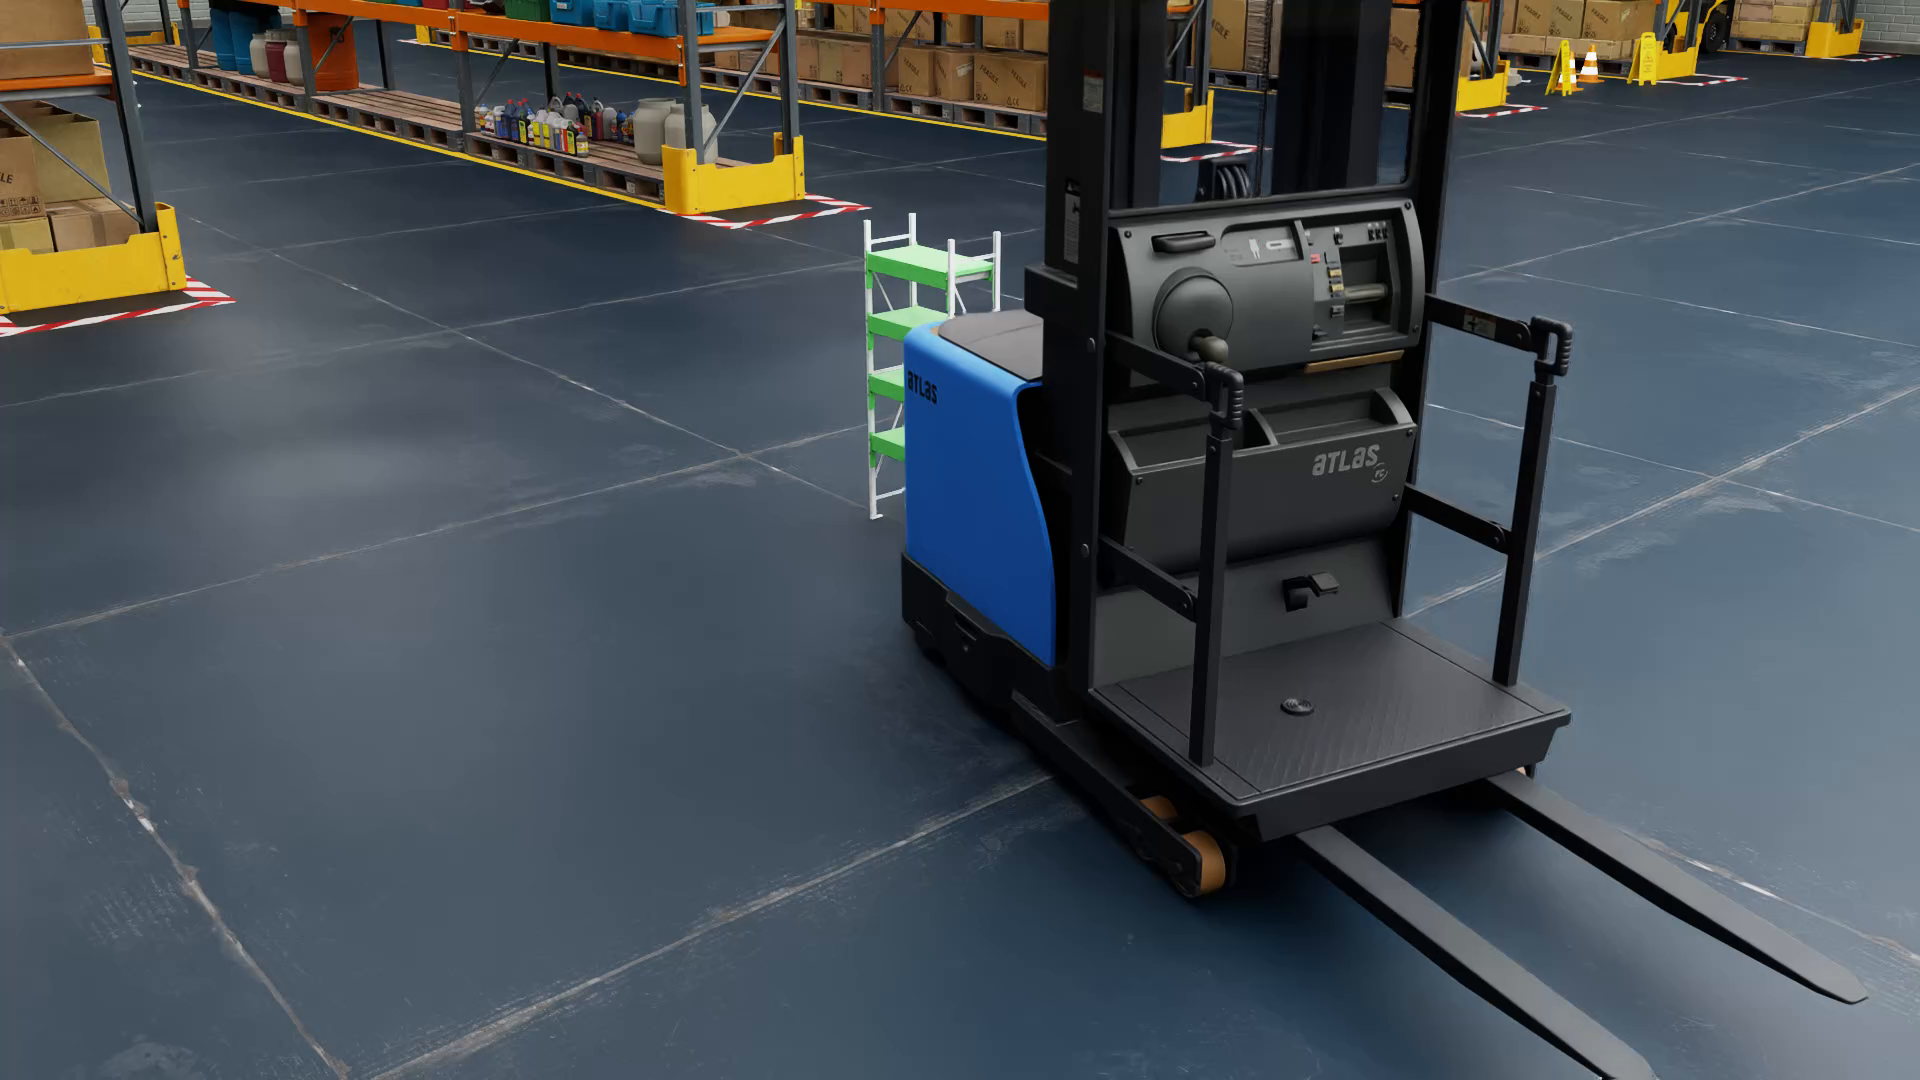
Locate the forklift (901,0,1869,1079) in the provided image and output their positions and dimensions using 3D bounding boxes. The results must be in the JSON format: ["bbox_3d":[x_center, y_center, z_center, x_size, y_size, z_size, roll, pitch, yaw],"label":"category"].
[{"bbox_3d":[0.915,-0.650,4.124,1.130,2.935,3.031,-10,24,-25],"label":"forklift"}]

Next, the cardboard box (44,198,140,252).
[{"bbox_3d":[-5.651,-2.034,10.759,0.500,0.250,0.500,-17,27,-37],"label":"cardboard box"}]

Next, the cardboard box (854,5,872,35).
[{"bbox_3d":[-1.344,-8.362,26.571,0.500,0.500,0.500,-16,26,-35],"label":"cardboard box"}]

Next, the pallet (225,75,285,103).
[{"bbox_3d":[-8.275,-5.552,20.371,1.003,0.211,1.213,-17,27,-37],"label":"pallet"}]

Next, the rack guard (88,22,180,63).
[{"bbox_3d":[-12.184,-7.356,24.580,1.175,0.500,0.348,-17,27,-37],"label":"rack guard"}]

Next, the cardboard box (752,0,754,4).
[{"bbox_3d":[-3.388,-9.362,28.792,0.380,0.149,0.250,-17,27,-37],"label":"cardboard box"}]

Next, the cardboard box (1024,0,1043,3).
[{"bbox_3d":[0.866,-5.529,16.832,0.380,0.149,0.250,-17,27,-37],"label":"cardboard box"}]

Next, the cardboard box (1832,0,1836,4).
[{"bbox_3d":[13.132,-8.375,25.578,0.500,0.250,0.500,-18,28,-38],"label":"cardboard box"}]

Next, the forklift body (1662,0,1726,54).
[{"bbox_3d":[10.683,-8.511,25.265,2.313,2.155,1.214,-17,27,-37],"label":"forklift body"}]

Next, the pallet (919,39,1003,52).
[{"bbox_3d":[0.130,-7.556,25.486,1.003,0.211,1.213,-17,27,-37],"label":"pallet"}]

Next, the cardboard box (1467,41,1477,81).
[{"bbox_3d":[6.480,-6.354,22.017,0.637,0.503,0.797,3,22,9],"label":"cardboard box"}]

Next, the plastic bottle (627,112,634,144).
[{"bbox_3d":[-2.951,-3.728,15.026,0.097,0.271,0.097,0,21,0],"label":"plastic bottle"}]

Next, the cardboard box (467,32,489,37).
[{"bbox_3d":[-7.334,-8.492,26.391,0.875,0.875,0.875,-17,27,-37],"label":"cardboard box"}]

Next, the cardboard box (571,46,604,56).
[{"bbox_3d":[-4.779,-7.378,23.545,1.225,0.875,0.875,-19,28,-39],"label":"cardboard box"}]

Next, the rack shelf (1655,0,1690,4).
[{"bbox_3d":[8.239,-7.852,23.404,1.077,0.370,4.000,-17,27,-37],"label":"rack shelf"}]

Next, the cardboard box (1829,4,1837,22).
[{"bbox_3d":[13.153,-8.144,25.673,0.500,0.250,0.500,-17,27,-36],"label":"cardboard box"}]

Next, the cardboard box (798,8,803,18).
[{"bbox_3d":[-2.605,-8.833,27.848,0.380,0.149,0.250,-19,28,-40],"label":"cardboard box"}]

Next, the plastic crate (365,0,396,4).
[{"bbox_3d":[-5.677,-5.516,16.745,0.450,0.188,0.662,-17,27,-37],"label":"plastic crate"}]

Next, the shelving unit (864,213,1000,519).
[{"bbox_3d":[-0.108,-0.604,6.382,0.258,1.200,0.503,-17,27,-37],"label":"shelving unit"}]

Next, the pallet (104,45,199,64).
[{"bbox_3d":[-11.650,-6.981,24.018,1.003,0.211,1.213,-17,27,-37],"label":"pallet"}]

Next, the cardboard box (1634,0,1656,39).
[{"bbox_3d":[9.212,-7.194,22.903,0.500,0.500,0.500,-19,28,-39],"label":"cardboard box"}]

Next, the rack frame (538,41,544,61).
[{"bbox_3d":[-5.796,-8.590,24.303,1.000,3.000,0.127,-17,27,-37],"label":"rack frame"}]

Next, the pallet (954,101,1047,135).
[{"bbox_3d":[0.692,-4.567,17.855,1.003,0.211,1.213,-17,27,-37],"label":"pallet"}]

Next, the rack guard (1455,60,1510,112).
[{"bbox_3d":[5.876,-5.257,19.221,1.175,0.500,0.348,-17,27,-37],"label":"rack guard"}]

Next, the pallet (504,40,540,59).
[{"bbox_3d":[-6.233,-7.521,25.396,1.003,0.211,1.213,-17,27,-37],"label":"pallet"}]

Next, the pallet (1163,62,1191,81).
[{"bbox_3d":[2.689,-6.430,22.611,1.003,0.211,1.213,-17,27,-37],"label":"pallet"}]

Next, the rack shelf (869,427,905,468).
[{"bbox_3d":[-0.108,-0.321,6.493,0.258,0.148,0.480,-17,27,-37],"label":"rack shelf"}]

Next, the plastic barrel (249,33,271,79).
[{"bbox_3d":[-8.443,-5.921,20.324,0.421,0.512,0.421,0,21,0],"label":"plastic barrel"}]

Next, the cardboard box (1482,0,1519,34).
[{"bbox_3d":[7.810,-7.488,23.654,0.500,0.500,0.500,-16,26,-35],"label":"cardboard box"}]

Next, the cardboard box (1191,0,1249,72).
[{"bbox_3d":[3.607,-6.549,21.428,0.875,0.875,0.875,-17,27,-37],"label":"cardboard box"}]

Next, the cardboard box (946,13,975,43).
[{"bbox_3d":[0.011,-7.789,25.110,0.500,0.500,0.500,-18,27,-38],"label":"cardboard box"}]

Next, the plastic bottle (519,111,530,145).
[{"bbox_3d":[-3.914,-3.712,14.968,0.061,0.283,0.133,-16,26,-35],"label":"plastic bottle"}]

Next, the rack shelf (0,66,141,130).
[{"bbox_3d":[-6.775,-3.135,11.362,1.077,0.370,4.000,-17,27,-37],"label":"rack shelf"}]

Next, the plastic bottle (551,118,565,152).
[{"bbox_3d":[-3.480,-3.550,14.566,0.152,0.276,0.135,-18,28,-39],"label":"plastic bottle"}]

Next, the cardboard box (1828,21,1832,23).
[{"bbox_3d":[13.130,-7.914,25.772,0.500,0.250,0.500,-17,27,-37],"label":"cardboard box"}]

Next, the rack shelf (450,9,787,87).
[{"bbox_3d":[-3.020,-4.313,14.370,1.077,0.370,4.000,-17,27,-37],"label":"rack shelf"}]

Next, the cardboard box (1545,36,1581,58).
[{"bbox_3d":[8.481,-6.854,23.064,0.500,0.250,0.500,-17,27,-37],"label":"cardboard box"}]

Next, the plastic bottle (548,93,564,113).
[{"bbox_3d":[-3.796,-4.029,15.686,0.144,0.351,0.185,-17,27,-37],"label":"plastic bottle"}]

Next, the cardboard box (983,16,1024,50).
[{"bbox_3d":[0.968,-7.596,24.275,1.050,0.750,0.750,-18,28,-38],"label":"cardboard box"}]

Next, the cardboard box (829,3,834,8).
[{"bbox_3d":[-2.040,-9.033,27.950,0.380,0.149,0.250,-16,27,-35],"label":"cardboard box"}]

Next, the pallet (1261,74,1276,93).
[{"bbox_3d":[4.487,-5.668,20.667,1.003,0.211,1.213,-17,27,-37],"label":"pallet"}]

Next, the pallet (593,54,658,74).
[{"bbox_3d":[-4.434,-6.759,23.452,1.003,0.211,1.213,-17,27,-37],"label":"pallet"}]

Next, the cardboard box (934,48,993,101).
[{"bbox_3d":[0.037,-5.135,18.334,0.500,0.500,0.500,-9,23,-21],"label":"cardboard box"}]

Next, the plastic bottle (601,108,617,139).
[{"bbox_3d":[-3.248,-3.840,15.307,0.152,0.276,0.135,-17,27,-36],"label":"plastic bottle"}]

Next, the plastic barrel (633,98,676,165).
[{"bbox_3d":[-2.530,-3.435,13.977,0.421,0.512,0.421,0,21,0],"label":"plastic barrel"}]

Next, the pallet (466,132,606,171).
[{"bbox_3d":[-3.919,-3.707,15.659,1.003,0.211,1.213,-17,27,-37],"label":"pallet"}]

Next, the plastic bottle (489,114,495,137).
[{"bbox_3d":[-4.317,-3.854,15.445,0.097,0.201,0.097,0,21,0],"label":"plastic bottle"}]

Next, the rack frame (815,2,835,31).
[{"bbox_3d":[-1.972,-9.743,27.247,1.000,3.000,0.127,-17,27,-37],"label":"rack frame"}]

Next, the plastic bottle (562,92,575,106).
[{"bbox_3d":[-3.687,-4.063,15.774,0.144,0.351,0.185,-18,28,-39],"label":"plastic bottle"}]

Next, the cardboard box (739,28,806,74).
[{"bbox_3d":[-2.360,-6.196,21.013,0.500,0.500,0.700,20,29,41],"label":"cardboard box"}]

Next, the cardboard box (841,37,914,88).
[{"bbox_3d":[-0.958,-5.596,19.482,0.500,0.500,0.700,20,29,41],"label":"cardboard box"}]

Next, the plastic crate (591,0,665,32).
[{"bbox_3d":[-2.688,-4.274,13.488,0.499,0.251,0.408,-17,27,-37],"label":"plastic crate"}]

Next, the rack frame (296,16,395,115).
[{"bbox_3d":[-6.937,-6.306,18.471,1.000,3.000,0.127,-17,27,-37],"label":"rack frame"}]

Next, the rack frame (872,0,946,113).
[{"bbox_3d":[-0.574,-6.380,18.660,1.000,3.000,0.127,-17,27,-37],"label":"rack frame"}]

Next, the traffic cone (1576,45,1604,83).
[{"bbox_3d":[8.287,-6.265,21.844,0.336,0.463,0.334,-17,27,-37],"label":"traffic cone"}]

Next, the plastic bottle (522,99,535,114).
[{"bbox_3d":[-4.004,-3.885,15.319,0.144,0.351,0.185,-17,27,-37],"label":"plastic bottle"}]

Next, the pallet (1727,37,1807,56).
[{"bbox_3d":[12.772,-7.720,25.904,1.003,0.211,1.213,-17,27,-37],"label":"pallet"}]

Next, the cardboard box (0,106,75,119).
[{"bbox_3d":[-6.315,-2.656,11.318,0.500,0.500,0.500,-17,27,-37],"label":"cardboard box"}]
